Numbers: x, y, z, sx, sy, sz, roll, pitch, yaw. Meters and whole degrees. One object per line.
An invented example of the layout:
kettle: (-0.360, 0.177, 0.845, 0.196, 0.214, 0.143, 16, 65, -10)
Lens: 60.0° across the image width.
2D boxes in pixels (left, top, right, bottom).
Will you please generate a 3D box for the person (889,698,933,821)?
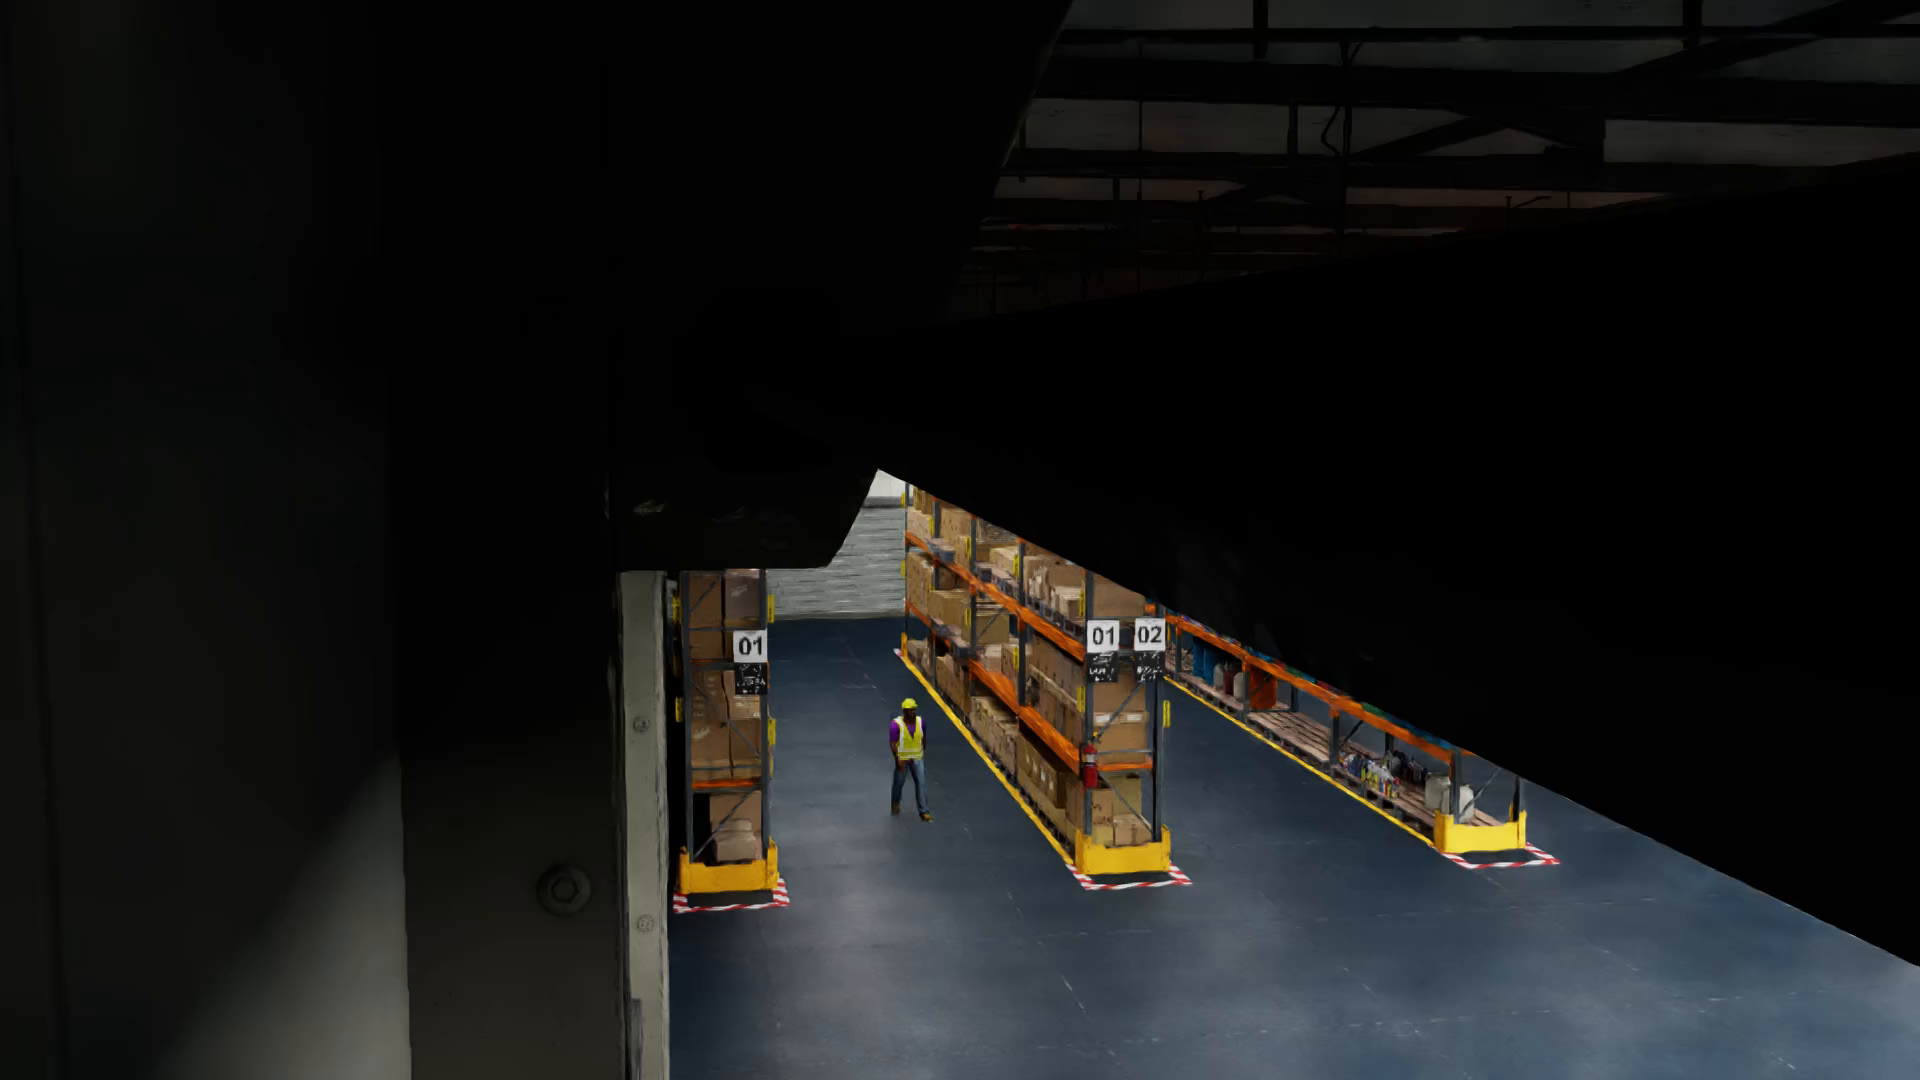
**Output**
person: (-0.722, 3.056, 23.329, 0.571, 1.706, 1.032, -2, 6, -18)
